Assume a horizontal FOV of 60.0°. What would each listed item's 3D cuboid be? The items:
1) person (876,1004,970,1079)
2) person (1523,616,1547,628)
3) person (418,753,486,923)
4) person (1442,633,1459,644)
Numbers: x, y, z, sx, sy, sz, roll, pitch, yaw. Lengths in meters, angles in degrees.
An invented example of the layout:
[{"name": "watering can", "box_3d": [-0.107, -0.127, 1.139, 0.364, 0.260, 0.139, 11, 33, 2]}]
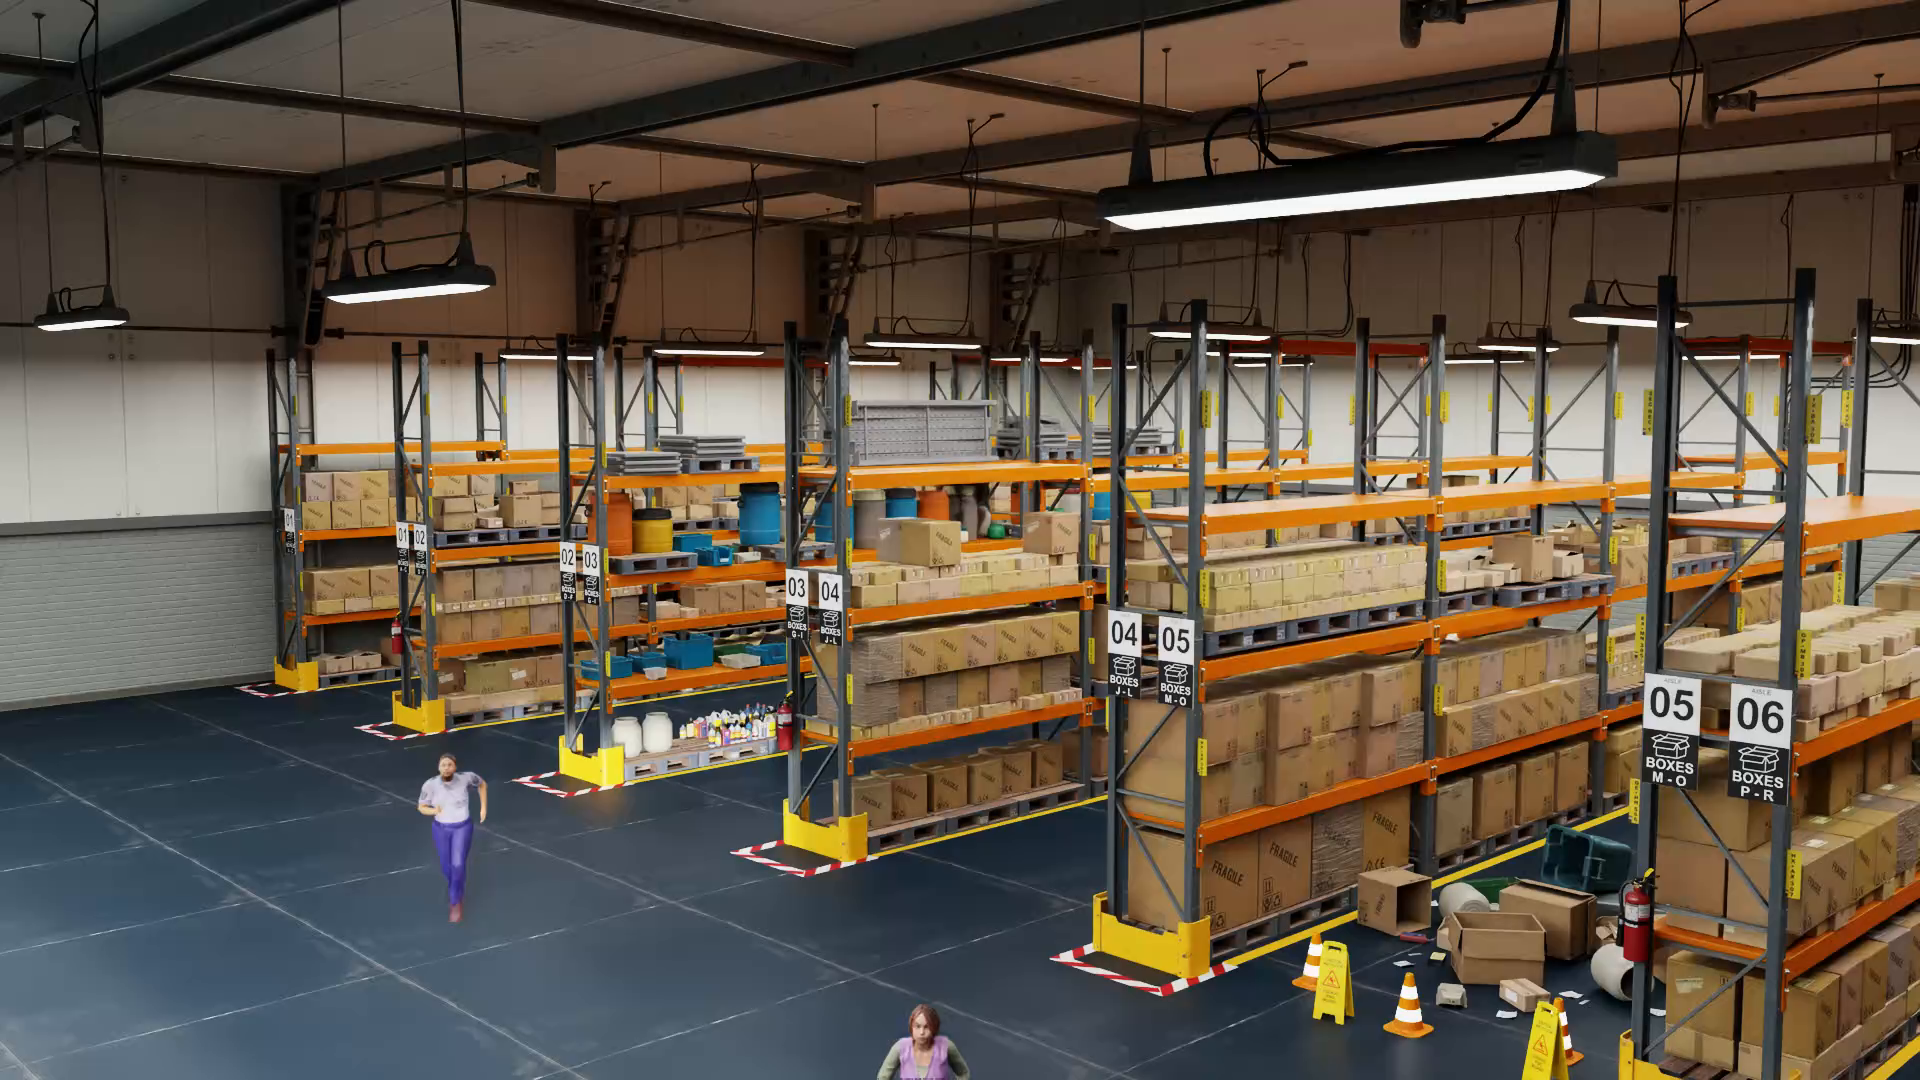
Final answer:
[{"name": "person", "box_3d": [-0.223, 3.532, 10.005, 0.565, 1.582, 0.712, 0, 5, 3]}, {"name": "person", "box_3d": [9.328, 1.976, 26.921, 0.818, 1.769, 0.668, -5, 7, -44]}, {"name": "person", "box_3d": [-5.047, 2.926, 16.560, 0.626, 1.679, 0.822, -1, 5, -10]}, {"name": "person", "box_3d": [7.027, 2.233, 23.675, 0.668, 1.840, 0.788, 5, 7, 44]}]
